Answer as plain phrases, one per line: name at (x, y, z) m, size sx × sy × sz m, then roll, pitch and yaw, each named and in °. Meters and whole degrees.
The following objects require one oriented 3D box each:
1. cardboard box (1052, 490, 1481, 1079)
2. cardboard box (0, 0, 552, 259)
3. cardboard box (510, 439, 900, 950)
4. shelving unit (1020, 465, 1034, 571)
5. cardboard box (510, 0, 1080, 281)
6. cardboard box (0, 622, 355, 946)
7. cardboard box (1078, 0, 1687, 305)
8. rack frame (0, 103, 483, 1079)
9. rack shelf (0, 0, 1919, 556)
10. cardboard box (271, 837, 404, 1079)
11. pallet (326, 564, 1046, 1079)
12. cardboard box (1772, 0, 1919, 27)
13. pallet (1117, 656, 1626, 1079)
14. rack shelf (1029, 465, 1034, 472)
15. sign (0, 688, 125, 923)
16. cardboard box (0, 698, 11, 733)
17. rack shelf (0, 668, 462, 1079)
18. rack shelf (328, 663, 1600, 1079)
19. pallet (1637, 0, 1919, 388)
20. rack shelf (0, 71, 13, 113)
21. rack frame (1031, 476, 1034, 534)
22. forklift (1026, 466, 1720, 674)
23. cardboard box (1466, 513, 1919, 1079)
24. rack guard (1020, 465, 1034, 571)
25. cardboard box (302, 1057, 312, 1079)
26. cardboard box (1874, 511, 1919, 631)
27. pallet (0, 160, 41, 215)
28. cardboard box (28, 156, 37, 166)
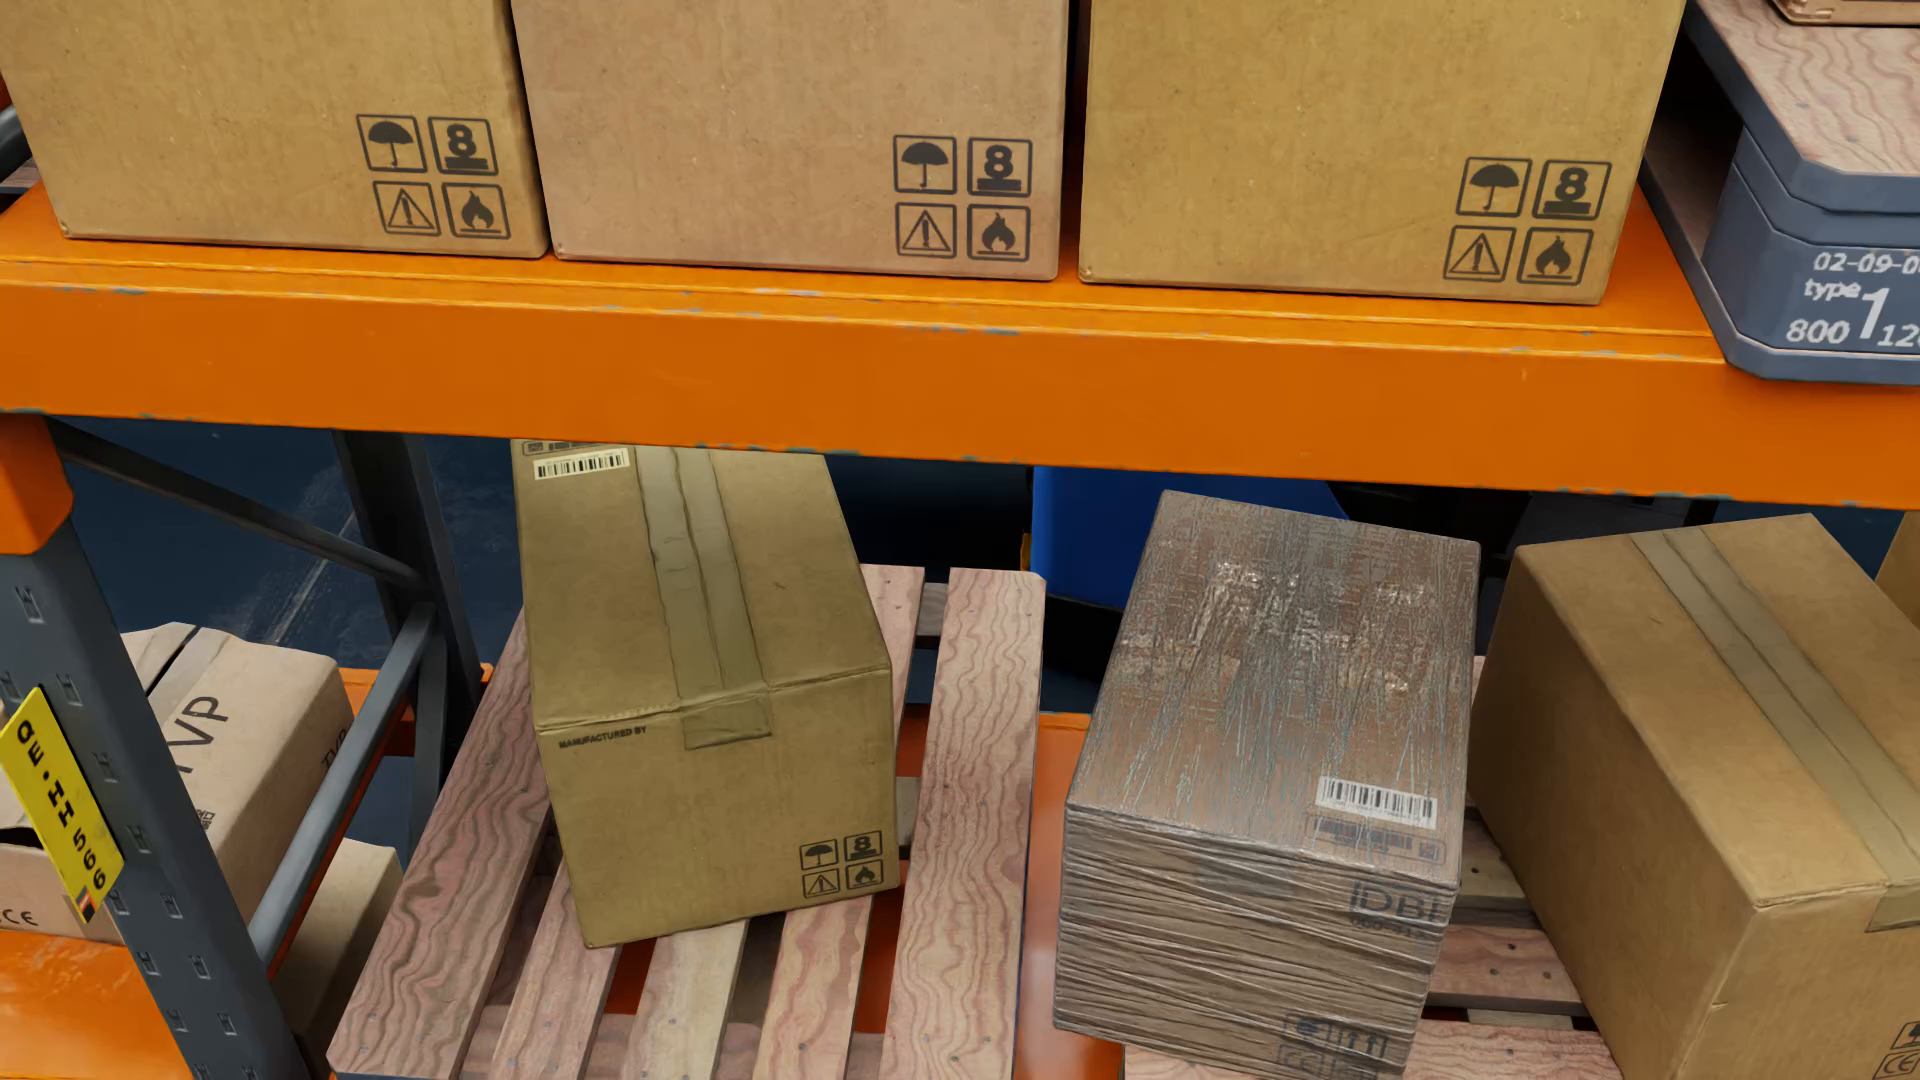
cardboard box at (0.470, 0.363, 2.516) m, size 0.500 × 0.500 × 0.700 m, roll 10°, pitch 40°, yaw 12°
cardboard box at (-0.624, -0.768, 1.862) m, size 0.500 × 0.500 × 0.910 m, roll 3°, pitch 39°, yaw 4°
cardboard box at (-0.424, 0.193, 2.725) m, size 0.500 × 0.500 × 0.700 m, roll -9°, pitch 40°, yaw -11°
shelving unit at (-0.228, -0.613, 5.303) m, size 1.083 × 1.500 × 0.587 m, roll 3°, pitch 39°, yaw 3°
cardboard box at (-0.116, -0.740, 1.828) m, size 0.500 × 0.500 × 0.910 m, roll 3°, pitch 39°, yaw 4°
cardboard box at (-1.420, 0.419, 2.930) m, size 0.500 × 0.311 × 0.500 m, roll 5°, pitch 39°, yaw 7°
cardboard box at (0.402, -0.712, 1.793) m, size 0.500 × 0.500 × 0.910 m, roll 3°, pitch 39°, yaw 4°
rack frame at (-1.061, 0.431, 2.844) m, size 0.127 × 3.000 × 1.000 m, roll 3°, pitch 39°, yaw 4°
rack shelf at (0.931, -0.344, 1.990) m, size 4.000 × 0.370 × 1.077 m, roll 3°, pitch 39°, yaw 4°
cardboard box at (-1.558, 0.904, 3.664) m, size 0.500 × 0.311 × 0.500 m, roll 4°, pitch 39°, yaw 5°
pallet at (-0.380, 0.499, 2.913) m, size 1.003 × 0.211 × 1.213 m, roll 3°, pitch 39°, yaw 4°
cardboard box at (1.099, -0.899, 1.611) m, size 0.600 × 0.600 × 0.600 m, roll 2°, pitch 39°, yaw 2°
pallet at (0.876, 0.609, 2.778) m, size 1.213 × 0.211 × 1.003 m, roll 3°, pitch 39°, yaw 4°
rack shelf at (-0.240, -0.473, 5.416) m, size 1.000 × 0.185 × 0.538 m, roll 3°, pitch 39°, yaw 3°
sign at (-1.106, 0.332, 2.049) m, size 0.005 × 0.325 × 0.100 m, roll 3°, pitch 39°, yaw 4°
cardboard box at (-1.936, 0.295, 3.081) m, size 0.500 × 0.311 × 0.500 m, roll 3°, pitch 39°, yaw 3°
rack shelf at (-3.054, 0.601, 3.205) m, size 4.000 × 0.370 × 1.077 m, roll 3°, pitch 39°, yaw 4°
rack shelf at (0.931, 0.819, 2.937) m, size 4.000 × 0.370 × 1.077 m, roll 3°, pitch 39°, yaw 4°
pallet at (1.246, -0.575, 1.853) m, size 1.003 × 0.211 × 1.213 m, roll 3°, pitch 39°, yaw 4°
rack shelf at (-3.054, -0.562, 2.258) m, size 4.000 × 0.370 × 1.077 m, roll 3°, pitch 39°, yaw 4°
rack frame at (0.270, -0.586, 5.280) m, size 0.032 × 1.500 × 0.500 m, roll 3°, pitch 39°, yaw 3°
forklift at (1.776, -0.742, 4.340) m, size 3.031 × 2.935 × 1.130 m, roll 13°, pitch 41°, yaw 15°
cardboard box at (1.158, 0.390, 2.483) m, size 0.500 × 0.500 × 0.700 m, roll -6°, pitch 40°, yaw -8°
rack guard at (0.261, -0.100, 5.672) m, size 0.087 × 0.250 × 0.587 m, roll 3°, pitch 39°, yaw 3°
cardboard box at (-1.605, 1.244, 3.247) m, size 0.500 × 0.311 × 0.500 m, roll 4°, pitch 39°, yaw 5°
cardboard box at (1.780, 0.284, 2.614) m, size 0.500 × 0.500 × 0.700 m, roll 9°, pitch 40°, yaw 11°
pallet at (-3.847, -1.779, 7.769) m, size 1.213 × 0.211 × 1.003 m, roll 3°, pitch 39°, yaw 4°
cardboard box at (-3.888, -2.074, 7.553) m, size 0.500 × 0.500 × 0.700 m, roll 4°, pitch 39°, yaw 5°
